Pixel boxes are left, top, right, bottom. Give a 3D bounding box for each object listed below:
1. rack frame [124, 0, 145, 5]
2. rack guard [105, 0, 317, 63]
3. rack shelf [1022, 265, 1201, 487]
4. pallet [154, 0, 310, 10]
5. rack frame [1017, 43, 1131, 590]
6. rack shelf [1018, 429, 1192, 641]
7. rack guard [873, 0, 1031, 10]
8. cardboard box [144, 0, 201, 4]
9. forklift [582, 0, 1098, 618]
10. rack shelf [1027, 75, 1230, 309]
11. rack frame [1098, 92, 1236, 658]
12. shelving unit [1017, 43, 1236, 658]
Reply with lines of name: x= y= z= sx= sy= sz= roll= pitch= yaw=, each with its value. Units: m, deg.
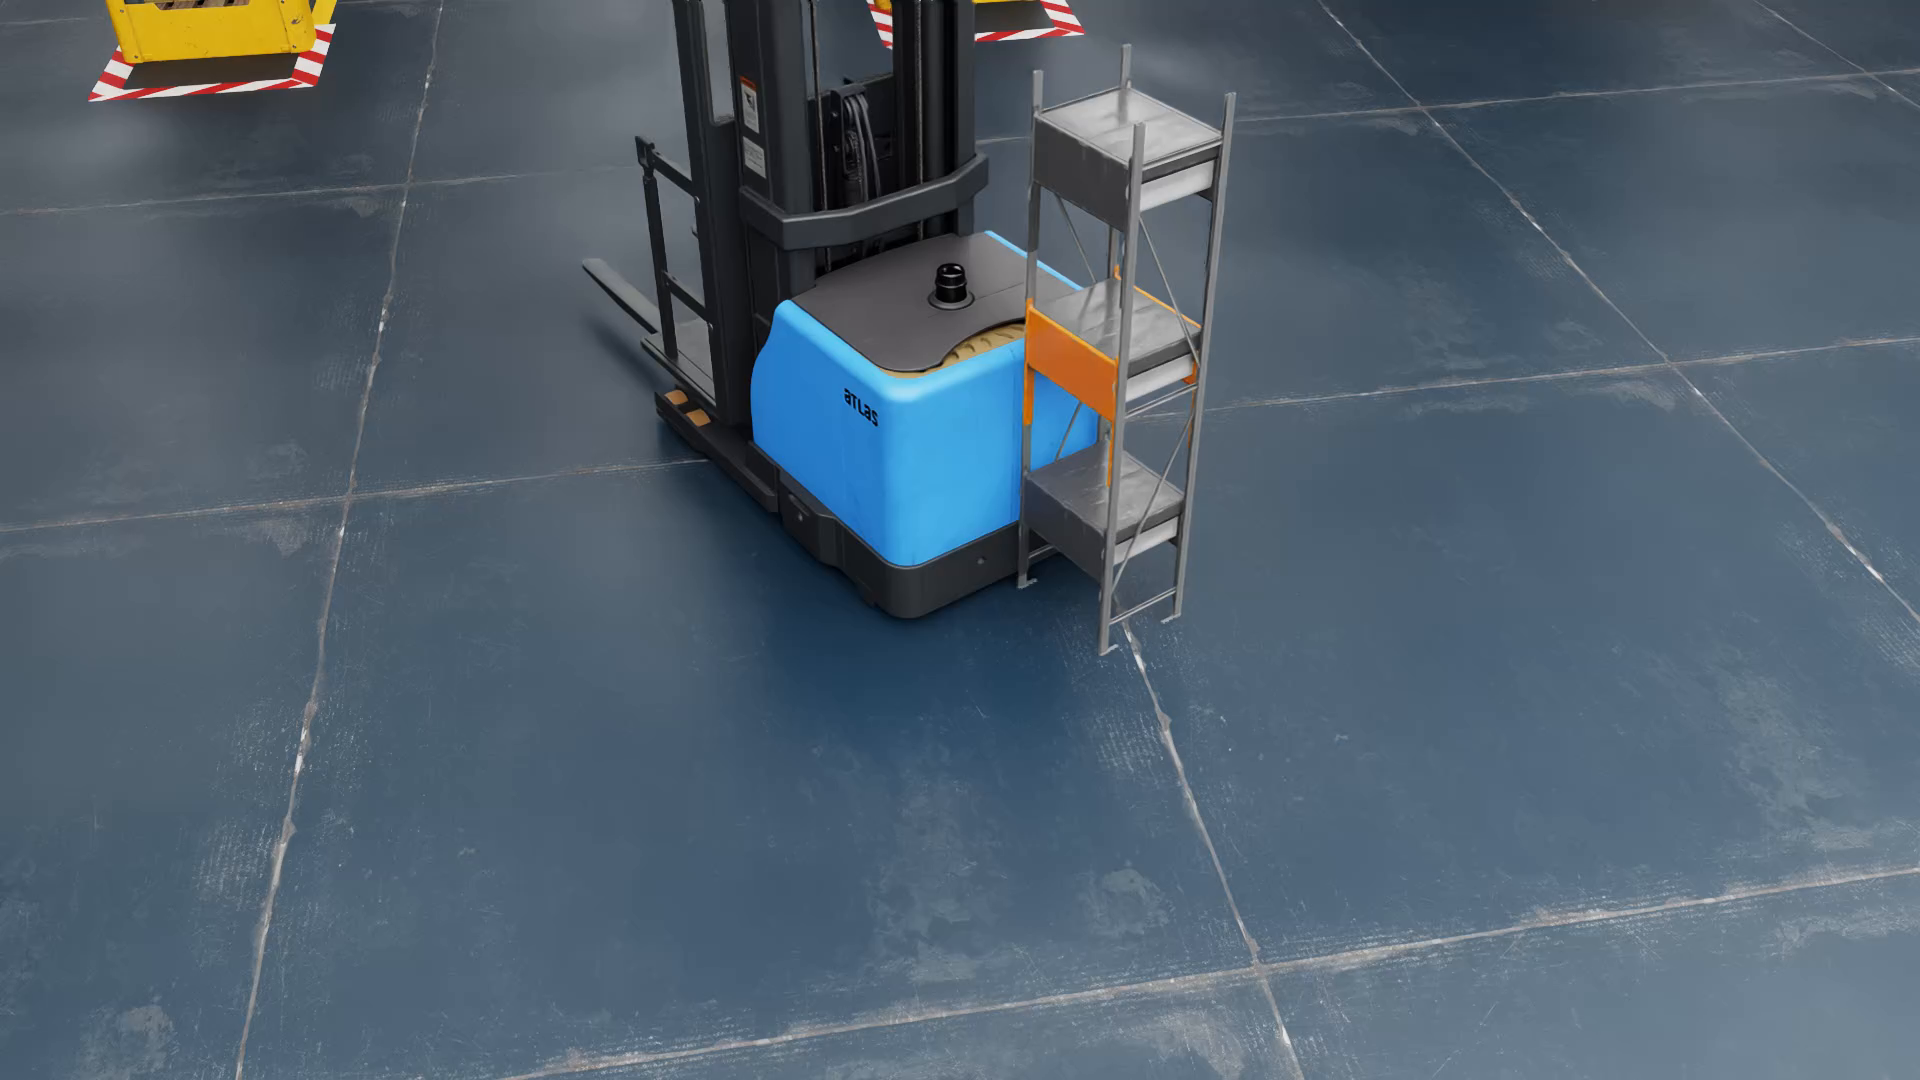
rack frame: x=-4.844 y=-4.426 z=10.002 sx=1.000 sy=3.000 sz=0.127 roll=-6 pitch=38 yaw=-8
rack guard: x=-4.839 y=-3.424 z=10.750 sx=1.175 sy=0.500 sz=0.348 roll=-6 pitch=38 yaw=-8
rack shelf: x=0.535 y=-0.577 z=5.804 sx=0.431 sy=0.518 sz=0.480 roll=-24 pitch=44 yaw=-28
pallet: x=-5.019 y=-3.782 z=11.446 sx=1.003 sy=0.211 sz=1.213 roll=-6 pitch=38 yaw=-8
rack frame: x=0.391 y=-0.709 z=5.951 sx=0.400 sy=2.100 sz=0.015 roll=-24 pitch=44 yaw=-28
rack shelf: x=0.535 y=-0.025 z=6.233 sx=0.431 sy=0.518 sz=0.480 roll=-24 pitch=44 yaw=-28
rack guard: x=-0.026 y=-4.010 z=11.504 sx=1.175 sy=0.500 sz=0.348 roll=-6 pitch=38 yaw=-8
cardboard box: x=-5.229 y=-3.798 z=11.093 sx=0.500 sy=0.250 sz=0.500 roll=-6 pitch=38 yaw=-8
forklift: x=-0.692 y=-1.719 z=6.574 sx=1.130 sy=2.935 sz=3.031 roll=-24 pitch=44 yaw=-28
rack shelf: x=0.535 y=-1.130 z=5.375 sx=0.431 sy=0.518 sz=0.480 roll=-24 pitch=44 yaw=-28
rack frame: x=0.679 y=-0.467 z=5.640 sx=0.400 sy=2.100 sz=0.015 roll=-24 pitch=44 yaw=-28
shelving unit: x=0.535 y=-0.588 z=5.796 sx=0.431 sy=2.100 sz=0.503 roll=-24 pitch=44 yaw=-28
